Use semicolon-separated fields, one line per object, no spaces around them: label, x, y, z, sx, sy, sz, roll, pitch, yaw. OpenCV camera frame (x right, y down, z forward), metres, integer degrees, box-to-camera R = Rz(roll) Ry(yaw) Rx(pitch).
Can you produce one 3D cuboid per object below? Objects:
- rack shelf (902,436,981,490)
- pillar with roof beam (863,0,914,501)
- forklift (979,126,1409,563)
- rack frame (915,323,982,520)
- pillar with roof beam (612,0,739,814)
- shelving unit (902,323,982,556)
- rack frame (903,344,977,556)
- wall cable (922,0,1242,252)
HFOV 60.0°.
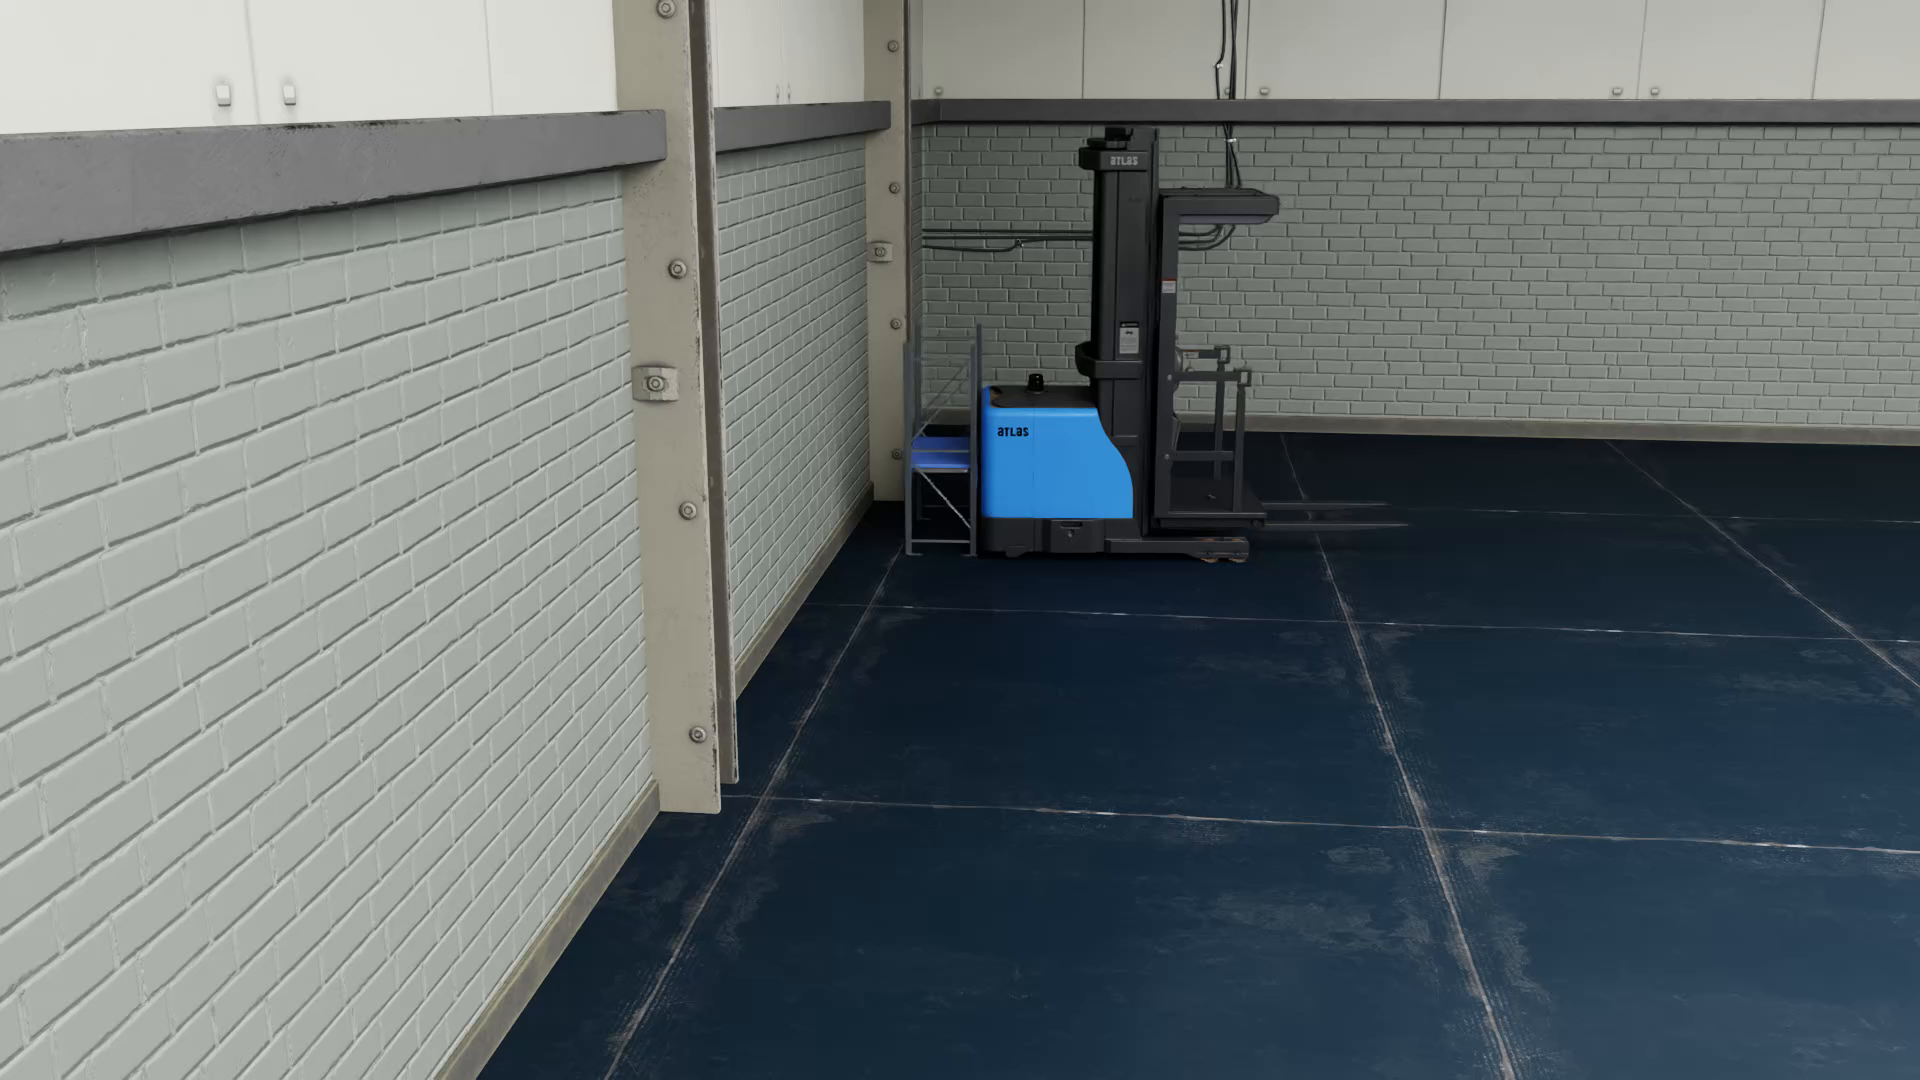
rack shelf;-0.111;-0.574;12.102;0.538;0.185;1.000;1;15;3
pillar with roof beam;3.724;-4.585;11.879;9.100;9.000;0.400;2;15;6
forklift;1.654;-1.397;11.713;3.031;2.935;1.130;0;15;1
rack frame;-0.086;-0.881;12.545;0.500;1.500;0.032;1;15;3
pillar with roof beam;3.047;-3.029;6.124;9.100;9.000;0.400;2;15;6
shelving unit;-0.111;-0.748;12.055;0.538;1.500;1.048;1;15;3
rack frame;-0.136;-0.615;11.565;0.500;1.500;0.032;1;15;3
wall cable;1.093;-3.938;15.435;3.097;2.526;0.112;2;15;6
